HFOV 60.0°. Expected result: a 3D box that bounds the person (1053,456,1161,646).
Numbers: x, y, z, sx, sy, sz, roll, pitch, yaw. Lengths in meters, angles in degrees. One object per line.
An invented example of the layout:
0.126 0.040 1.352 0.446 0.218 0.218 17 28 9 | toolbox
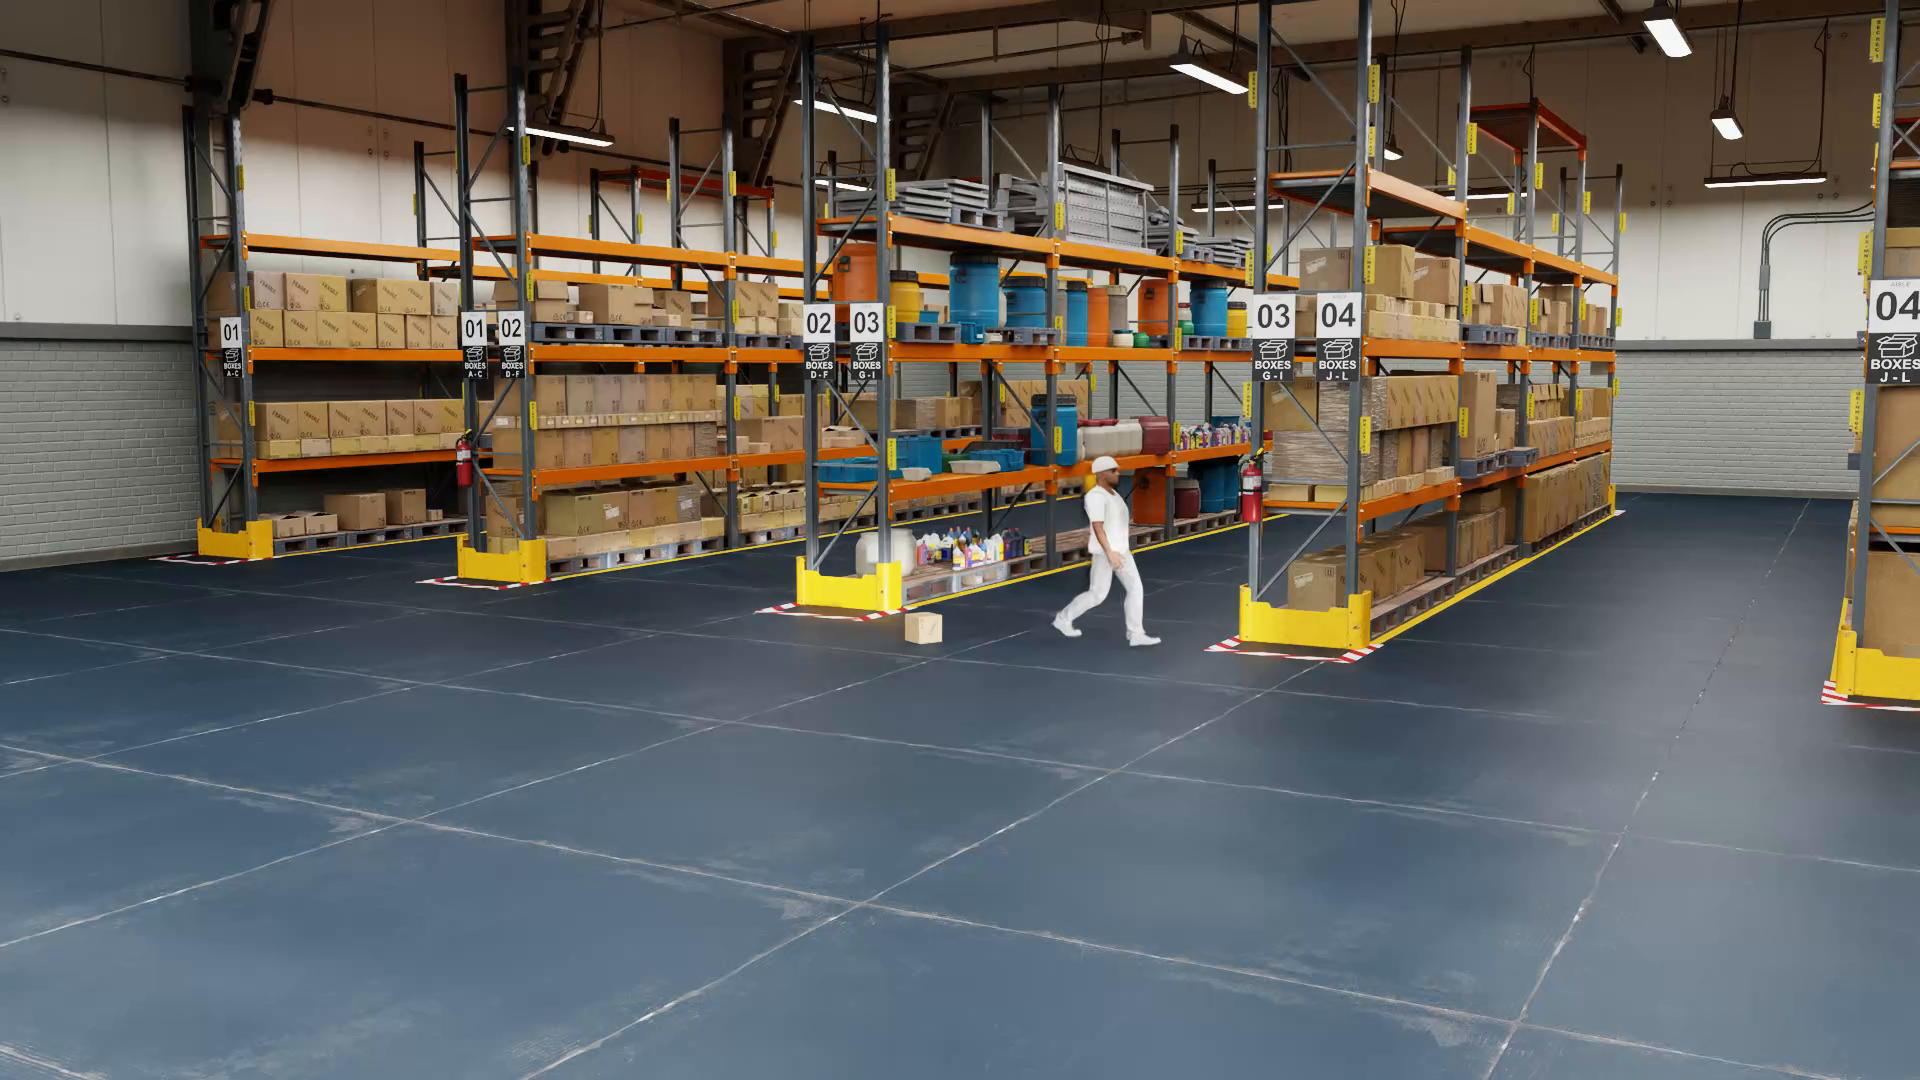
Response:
1.340 0.100 15.087 1.005 1.721 0.569 4 7 31 | person
